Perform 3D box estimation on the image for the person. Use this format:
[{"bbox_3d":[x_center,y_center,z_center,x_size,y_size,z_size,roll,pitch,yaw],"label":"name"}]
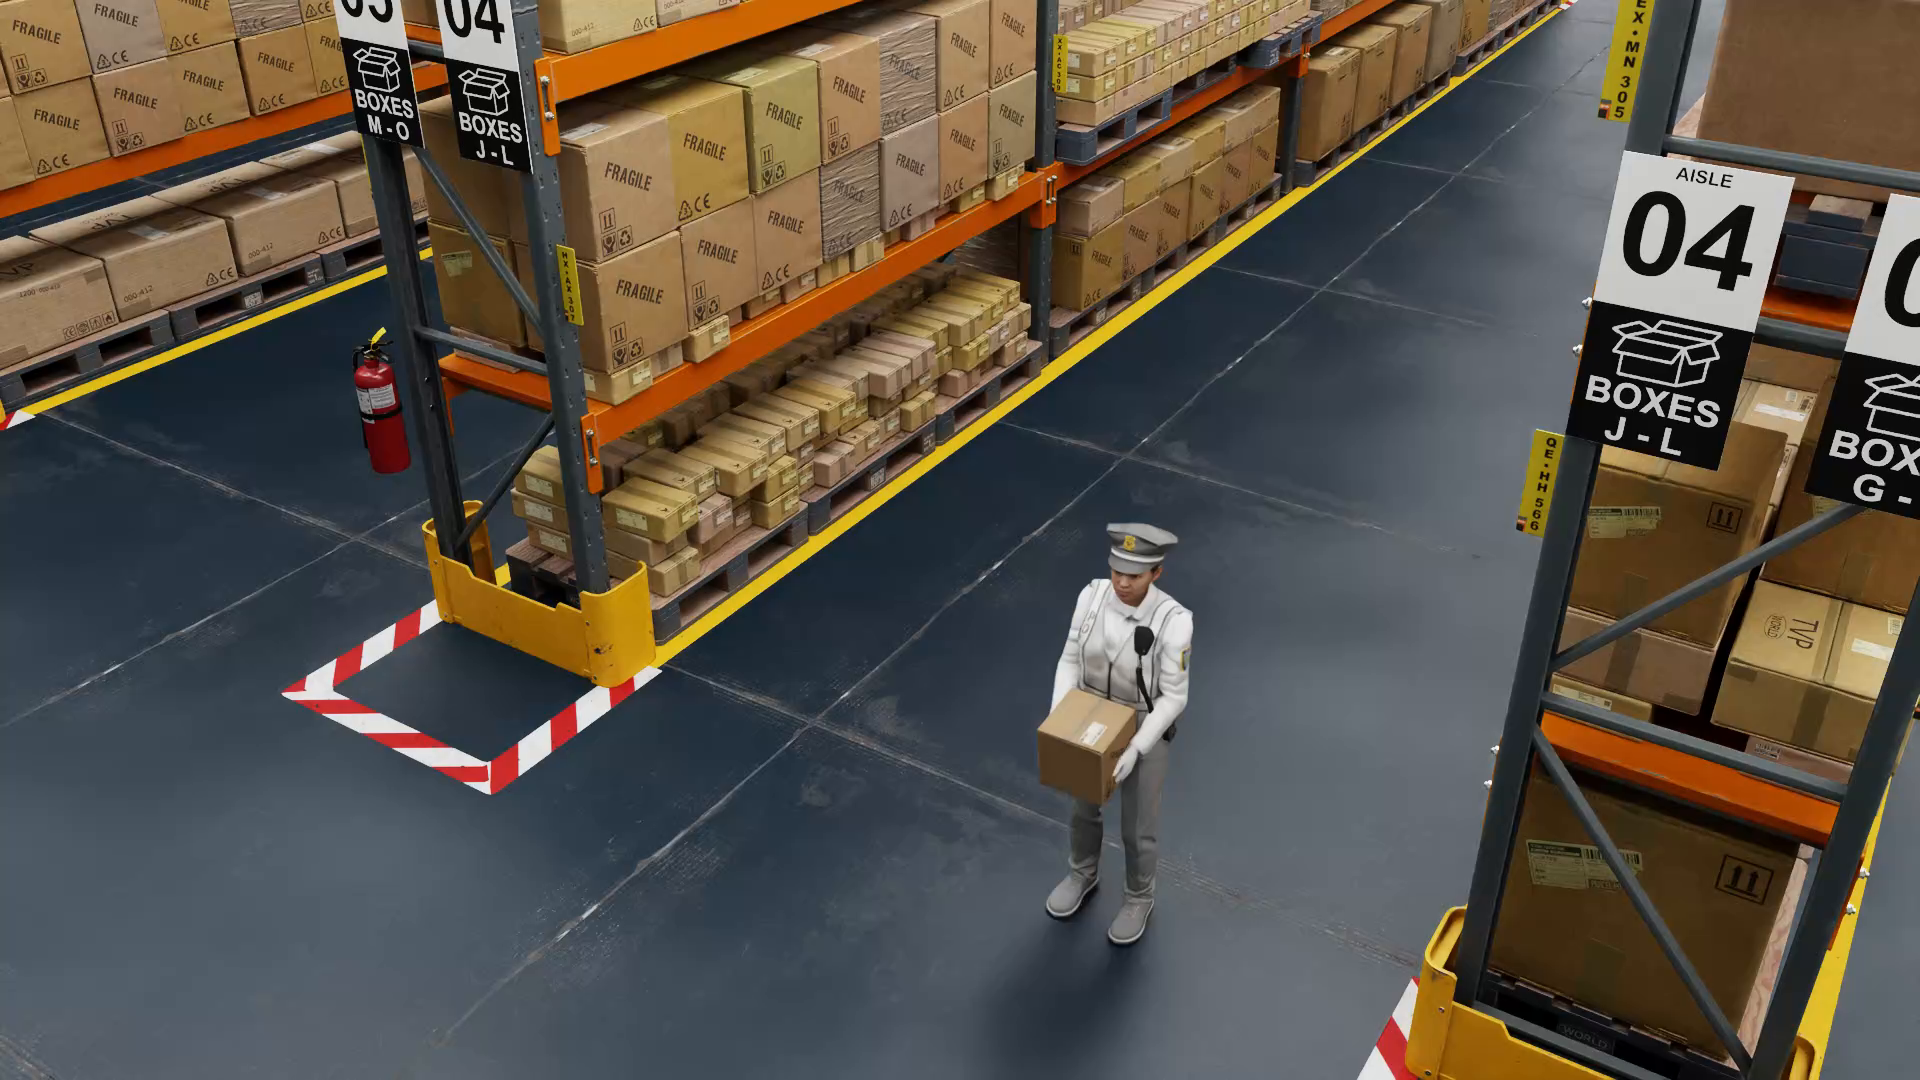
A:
[{"bbox_3d":[0.541,0.708,5.905,0.489,1.692,0.489,17,35,27],"label":"person"}]
